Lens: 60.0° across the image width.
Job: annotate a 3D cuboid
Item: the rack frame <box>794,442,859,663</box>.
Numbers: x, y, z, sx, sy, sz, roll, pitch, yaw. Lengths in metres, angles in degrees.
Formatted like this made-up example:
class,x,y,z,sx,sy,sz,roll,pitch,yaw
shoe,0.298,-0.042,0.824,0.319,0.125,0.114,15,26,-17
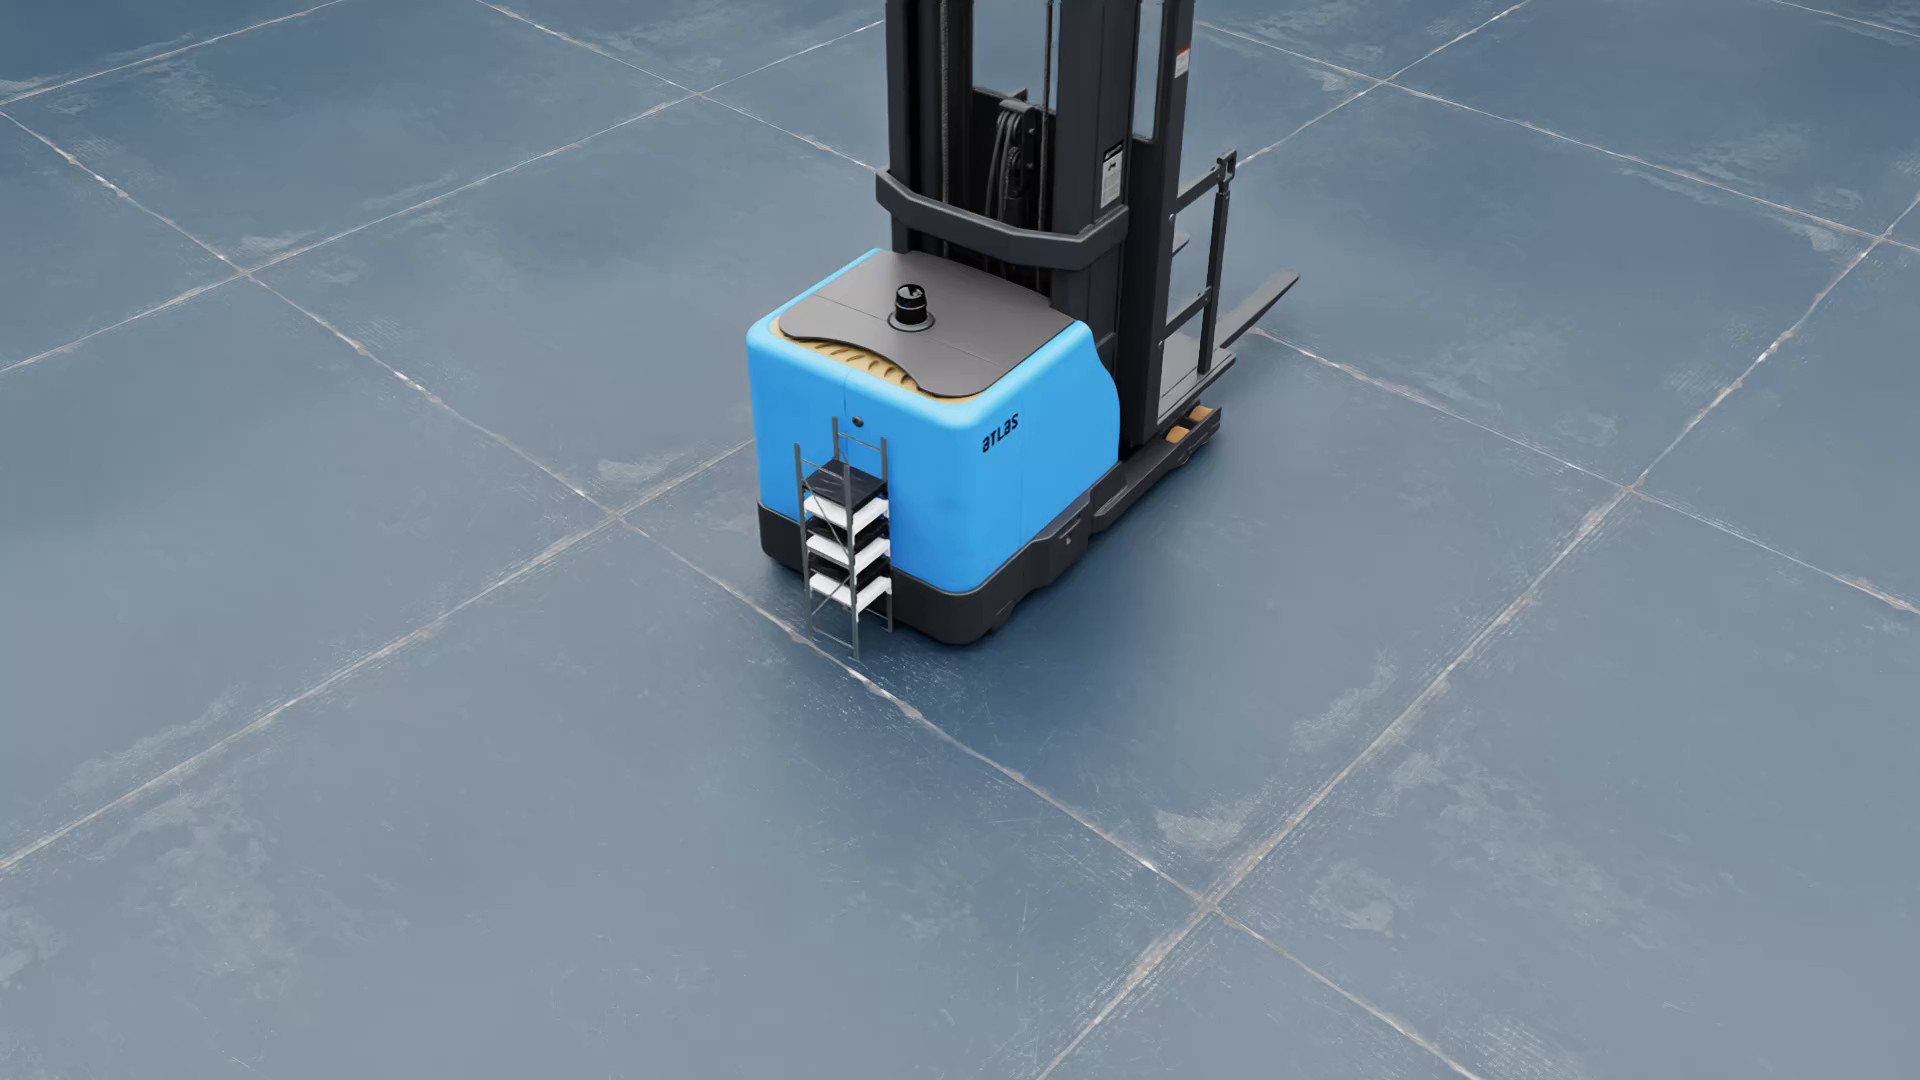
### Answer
class,x,y,z,sx,sy,sz,roll,pitch,yaw
rack frame,-0.473,0.060,5.951,0.240,0.900,0.006,24,45,27

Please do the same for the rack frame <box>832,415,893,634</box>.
class,x,y,z,sx,sy,sz,roll,pitch,yaw
rack frame,-0.353,-0.042,6.080,0.240,0.900,0.006,24,45,27

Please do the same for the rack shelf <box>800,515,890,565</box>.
class,x,y,z,sx,sy,sz,roll,pitch,yaw
rack shelf,-0.413,-0.035,5.980,0.258,0.077,0.200,24,45,27

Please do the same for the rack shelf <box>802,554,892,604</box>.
class,x,y,z,sx,sy,sz,roll,pitch,yaw
rack shelf,-0.413,0.106,6.092,0.258,0.077,0.200,24,45,27

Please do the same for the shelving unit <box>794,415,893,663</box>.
class,x,y,z,sx,sy,sz,roll,pitch,yaw
shelving unit,-0.413,0.009,6.015,0.258,0.900,0.210,24,45,27

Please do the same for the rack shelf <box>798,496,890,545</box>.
class,x,y,z,sx,sy,sz,roll,pitch,yaw
rack shelf,-0.413,-0.106,5.924,0.258,0.077,0.200,24,45,27

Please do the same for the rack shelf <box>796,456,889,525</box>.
class,x,y,z,sx,sy,sz,roll,pitch,yaw
rack shelf,-0.413,-0.176,5.868,0.258,0.077,0.200,24,45,27

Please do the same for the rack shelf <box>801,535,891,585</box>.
class,x,y,z,sx,sy,sz,roll,pitch,yaw
rack shelf,-0.413,0.035,6.036,0.258,0.077,0.200,24,45,27

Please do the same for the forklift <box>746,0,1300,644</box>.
class,x,y,z,sx,sy,sz,roll,pitch,yaw
forklift,0.483,-1.631,6.447,1.130,2.935,3.031,24,45,27

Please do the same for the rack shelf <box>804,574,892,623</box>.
class,x,y,z,sx,sy,sz,roll,pitch,yaw
rack shelf,-0.413,0.176,6.148,0.258,0.077,0.200,24,45,27
